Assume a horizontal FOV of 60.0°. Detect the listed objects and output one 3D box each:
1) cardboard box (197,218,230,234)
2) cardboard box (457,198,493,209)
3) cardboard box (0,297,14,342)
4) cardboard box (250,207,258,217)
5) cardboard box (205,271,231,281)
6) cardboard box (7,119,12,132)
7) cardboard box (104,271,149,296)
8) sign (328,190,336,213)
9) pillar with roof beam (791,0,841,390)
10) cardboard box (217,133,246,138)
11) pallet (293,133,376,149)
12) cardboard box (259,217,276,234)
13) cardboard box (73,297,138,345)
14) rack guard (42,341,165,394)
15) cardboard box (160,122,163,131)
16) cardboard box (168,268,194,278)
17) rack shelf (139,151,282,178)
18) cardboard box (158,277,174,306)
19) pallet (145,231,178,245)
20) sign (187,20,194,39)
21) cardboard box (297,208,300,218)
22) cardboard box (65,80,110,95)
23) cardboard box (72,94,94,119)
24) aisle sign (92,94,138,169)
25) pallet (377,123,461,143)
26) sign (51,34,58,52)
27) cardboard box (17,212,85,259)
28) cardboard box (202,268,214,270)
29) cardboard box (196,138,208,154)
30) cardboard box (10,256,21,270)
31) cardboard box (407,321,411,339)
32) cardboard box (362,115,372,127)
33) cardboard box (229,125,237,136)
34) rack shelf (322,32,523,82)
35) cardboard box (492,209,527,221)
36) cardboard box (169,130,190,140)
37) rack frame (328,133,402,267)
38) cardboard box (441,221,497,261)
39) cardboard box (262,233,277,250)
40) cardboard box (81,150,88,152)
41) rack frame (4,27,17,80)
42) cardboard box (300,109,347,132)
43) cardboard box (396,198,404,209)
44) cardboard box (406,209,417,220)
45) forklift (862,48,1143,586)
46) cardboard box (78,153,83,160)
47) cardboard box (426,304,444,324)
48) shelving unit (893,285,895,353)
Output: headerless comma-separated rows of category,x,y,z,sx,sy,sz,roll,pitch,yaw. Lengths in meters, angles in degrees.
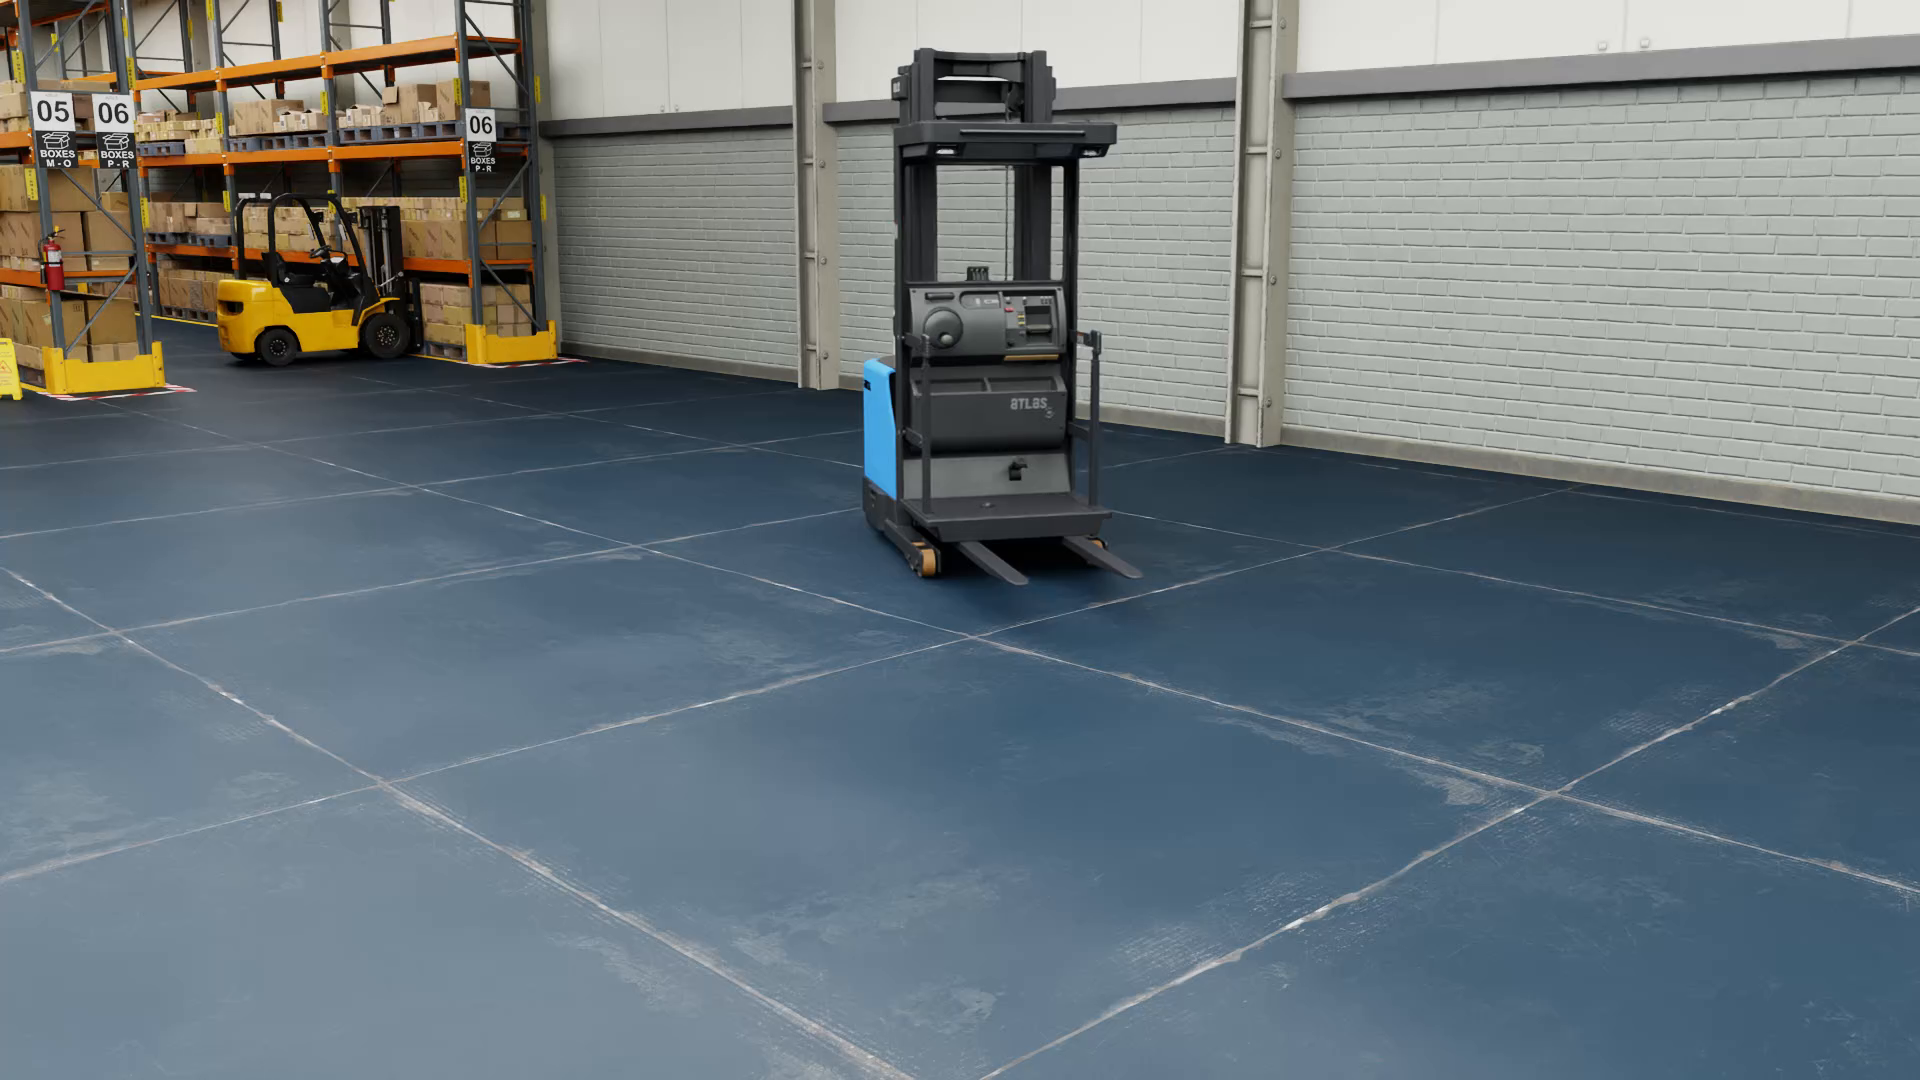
cardboard box,-12.387,-5.246,27.771,0.500,0.250,0.500,11,16,42
cardboard box,-6.299,-4.373,21.609,0.380,0.149,0.250,-11,16,-42
cardboard box,-10.935,-2.602,19.523,0.500,0.500,0.500,11,16,44
cardboard box,-11.035,-5.211,26.417,0.380,0.149,0.250,-10,16,-41
cardboard box,-12.631,-4.502,28.376,0.380,0.149,0.250,-11,16,-43
cardboard box,-10.290,-4.580,18.395,0.380,0.149,0.250,-10,15,-41
cardboard box,-16.032,-4.921,32.018,0.700,0.500,0.500,-10,15,-40
sign,-9.047,-4.872,23.954,0.100,0.325,0.005,-11,16,-43
pillar with roof beam,-4.698,-5.527,14.939,9.100,9.000,0.400,-11,16,-43
cardboard box,-11.843,-6.614,27.031,0.380,0.149,0.250,-10,16,-41
pallet,-9.280,-5.923,24.769,1.217,0.209,0.805,11,16,43
cardboard box,-10.601,-4.925,26.017,0.500,0.250,0.500,11,16,44
cardboard box,-9.860,-2.531,19.177,0.500,0.500,0.500,11,16,43
rack guard,-9.539,-1.932,18.549,1.175,0.500,0.348,-11,16,-43
cardboard box,-13.501,-7.095,28.580,0.380,0.149,0.250,-11,16,-42
cardboard box,-13.884,-4.769,29.670,0.250,0.149,0.380,11,16,44
rack shelf,-12.805,-6.413,28.457,1.077,0.370,4.000,-11,16,-43
cardboard box,-14.015,-4.468,29.819,0.500,0.500,0.500,-10,15,-40
pallet,-13.713,-5.363,29.483,1.003,0.211,1.213,-11,16,-43
sign,-13.789,-9.140,29.767,0.100,0.325,0.005,-11,16,-43
cardboard box,-9.793,-4.952,25.157,0.250,0.149,0.380,11,16,44
cardboard box,-9.584,-4.962,18.275,0.380,0.149,0.250,-11,16,-43
cardboard box,-9.641,-4.797,18.462,0.500,0.250,0.500,-11,16,-44
aisle sign,-9.220,-4.452,18.147,0.394,0.787,0.004,-11,16,-43
pallet,-7.215,-5.548,22.692,1.003,0.211,1.213,-11,16,-43
sign,-17.341,-9.531,31.863,0.100,0.325,0.005,-11,16,-43
cardboard box,-10.061,-3.381,18.401,0.500,0.500,0.500,-11,16,-44
cardboard box,-13.364,-4.802,29.833,0.380,0.149,0.250,-11,16,-42
cardboard box,-12.302,-6.515,27.537,0.500,0.250,0.500,-11,16,-42
cardboard box,-10.516,-3.142,18.851,0.380,0.149,0.250,-11,16,-42
cardboard box,-7.503,-2.942,23.029,0.500,0.250,0.500,-10,15,-41
cardboard box,-8.040,-5.802,23.039,0.380,0.149,0.250,-10,15,-41
cardboard box,-11.403,-6.521,26.486,0.380,0.166,0.250,-11,16,-43
rack shelf,-7.280,-6.519,22.527,1.077,0.370,4.000,-11,16,-43
cardboard box,-5.946,-4.290,21.943,0.250,0.149,0.380,11,16,44
cardboard box,-13.187,-6.870,28.222,0.380,0.149,0.250,-10,16,-41
rack frame,-8.661,-4.421,24.437,1.000,3.000,0.127,-11,16,-43
cardboard box,-6.429,-3.921,21.764,0.500,0.500,0.500,-11,16,-44
cardboard box,-10.590,-4.684,26.086,0.500,0.250,0.500,11,16,43
cardboard box,-16.474,-7.540,31.774,0.500,0.250,0.500,-10,16,-41
rack frame,-12.249,-6.667,20.471,1.000,3.000,0.127,-11,16,-43
cardboard box,-9.338,-6.173,24.438,0.500,0.311,0.500,11,16,43
cardboard box,-7.524,-4.635,22.881,0.380,0.149,0.250,-11,16,-42
cardboard box,-7.245,-4.399,22.476,0.380,0.149,0.250,-11,16,-42
forklift,0.222,-1.309,9.501,1.130,2.935,3.031,-3,12,-14
cardboard box,-16.897,-7.440,32.277,0.380,0.149,0.250,-10,16,-41
cardboard box,-6.800,-3.043,22.284,0.500,0.250,0.500,-11,16,-43
shelving unit,-0.144,-0.989,11.496,0.431,1.500,0.755,-4,12,-20
